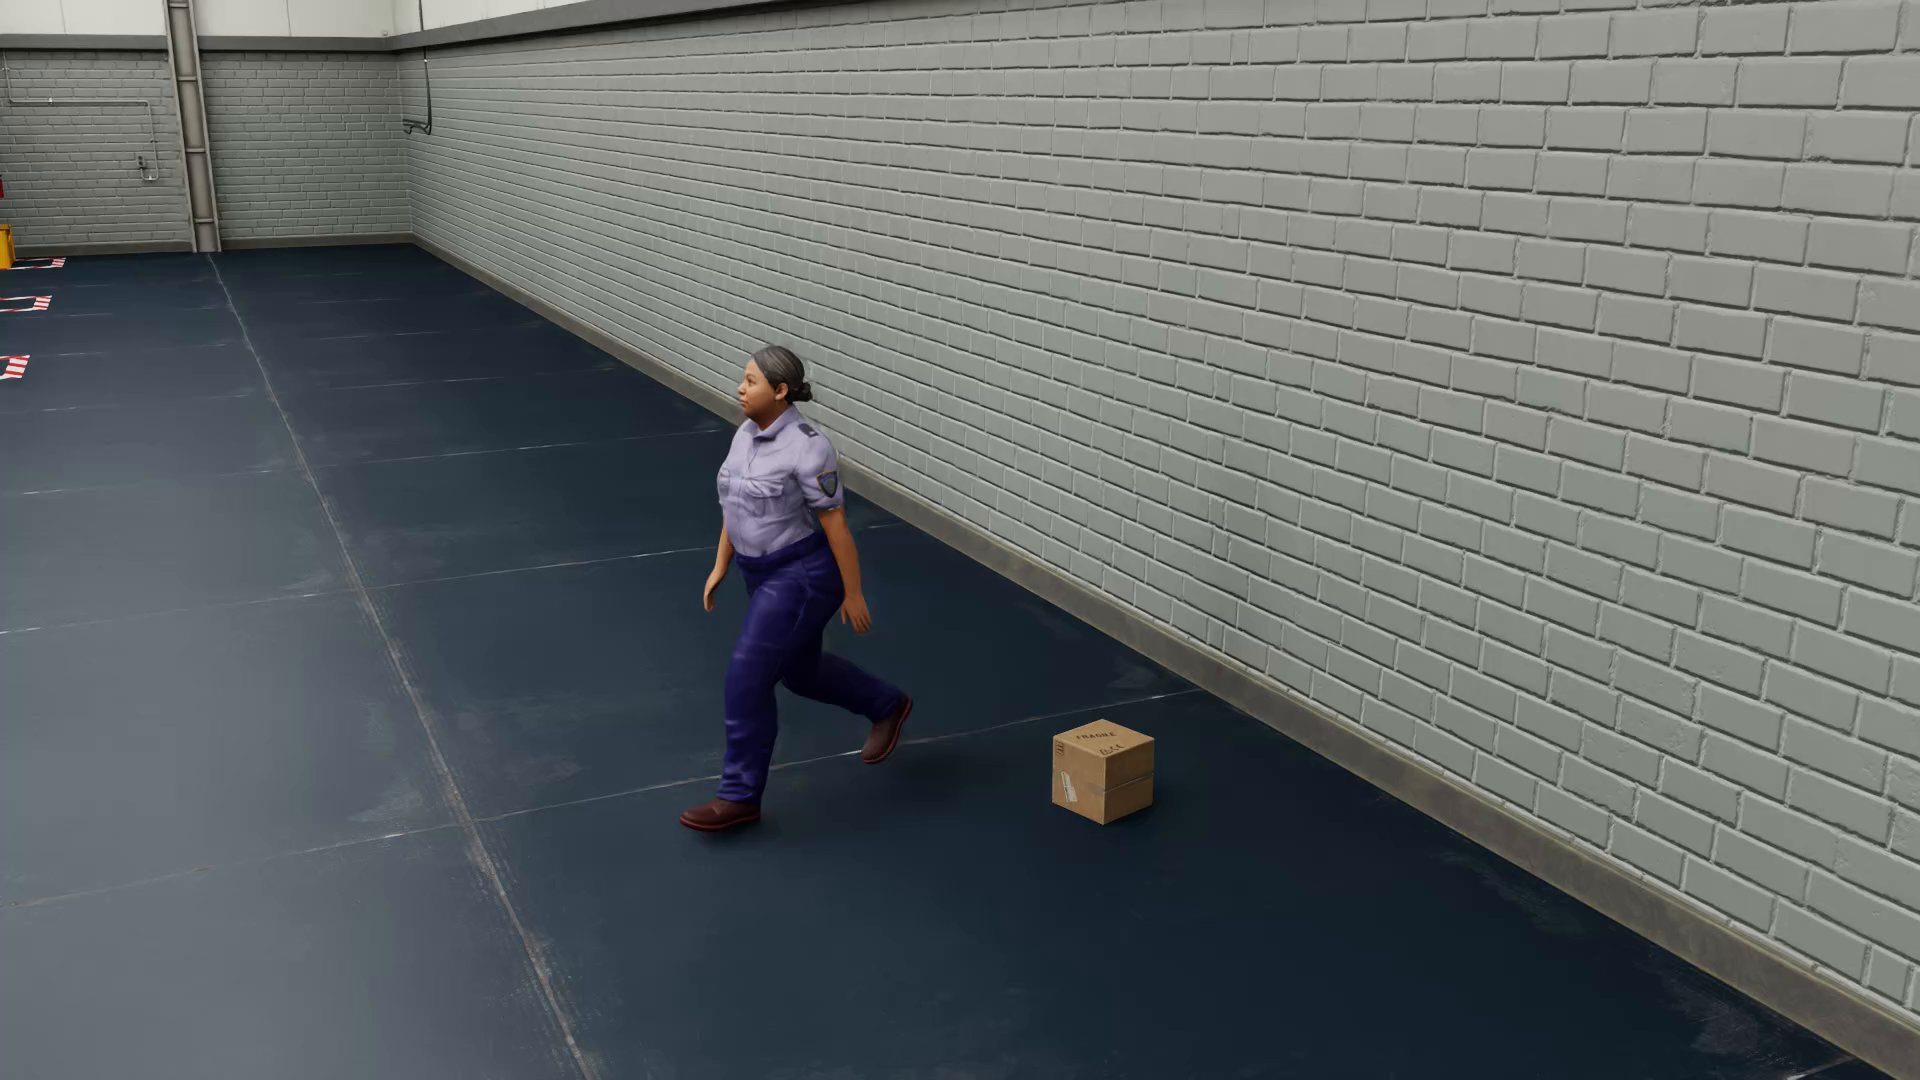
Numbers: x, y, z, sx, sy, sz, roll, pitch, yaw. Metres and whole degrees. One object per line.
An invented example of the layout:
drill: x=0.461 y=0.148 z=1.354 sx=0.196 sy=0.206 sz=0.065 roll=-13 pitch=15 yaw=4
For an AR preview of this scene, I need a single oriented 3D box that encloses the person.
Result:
person: x=-0.554 y=0.122 z=5.651 sx=1.015 sy=1.586 sz=0.516 roll=-9 pitch=18 yaw=-31
